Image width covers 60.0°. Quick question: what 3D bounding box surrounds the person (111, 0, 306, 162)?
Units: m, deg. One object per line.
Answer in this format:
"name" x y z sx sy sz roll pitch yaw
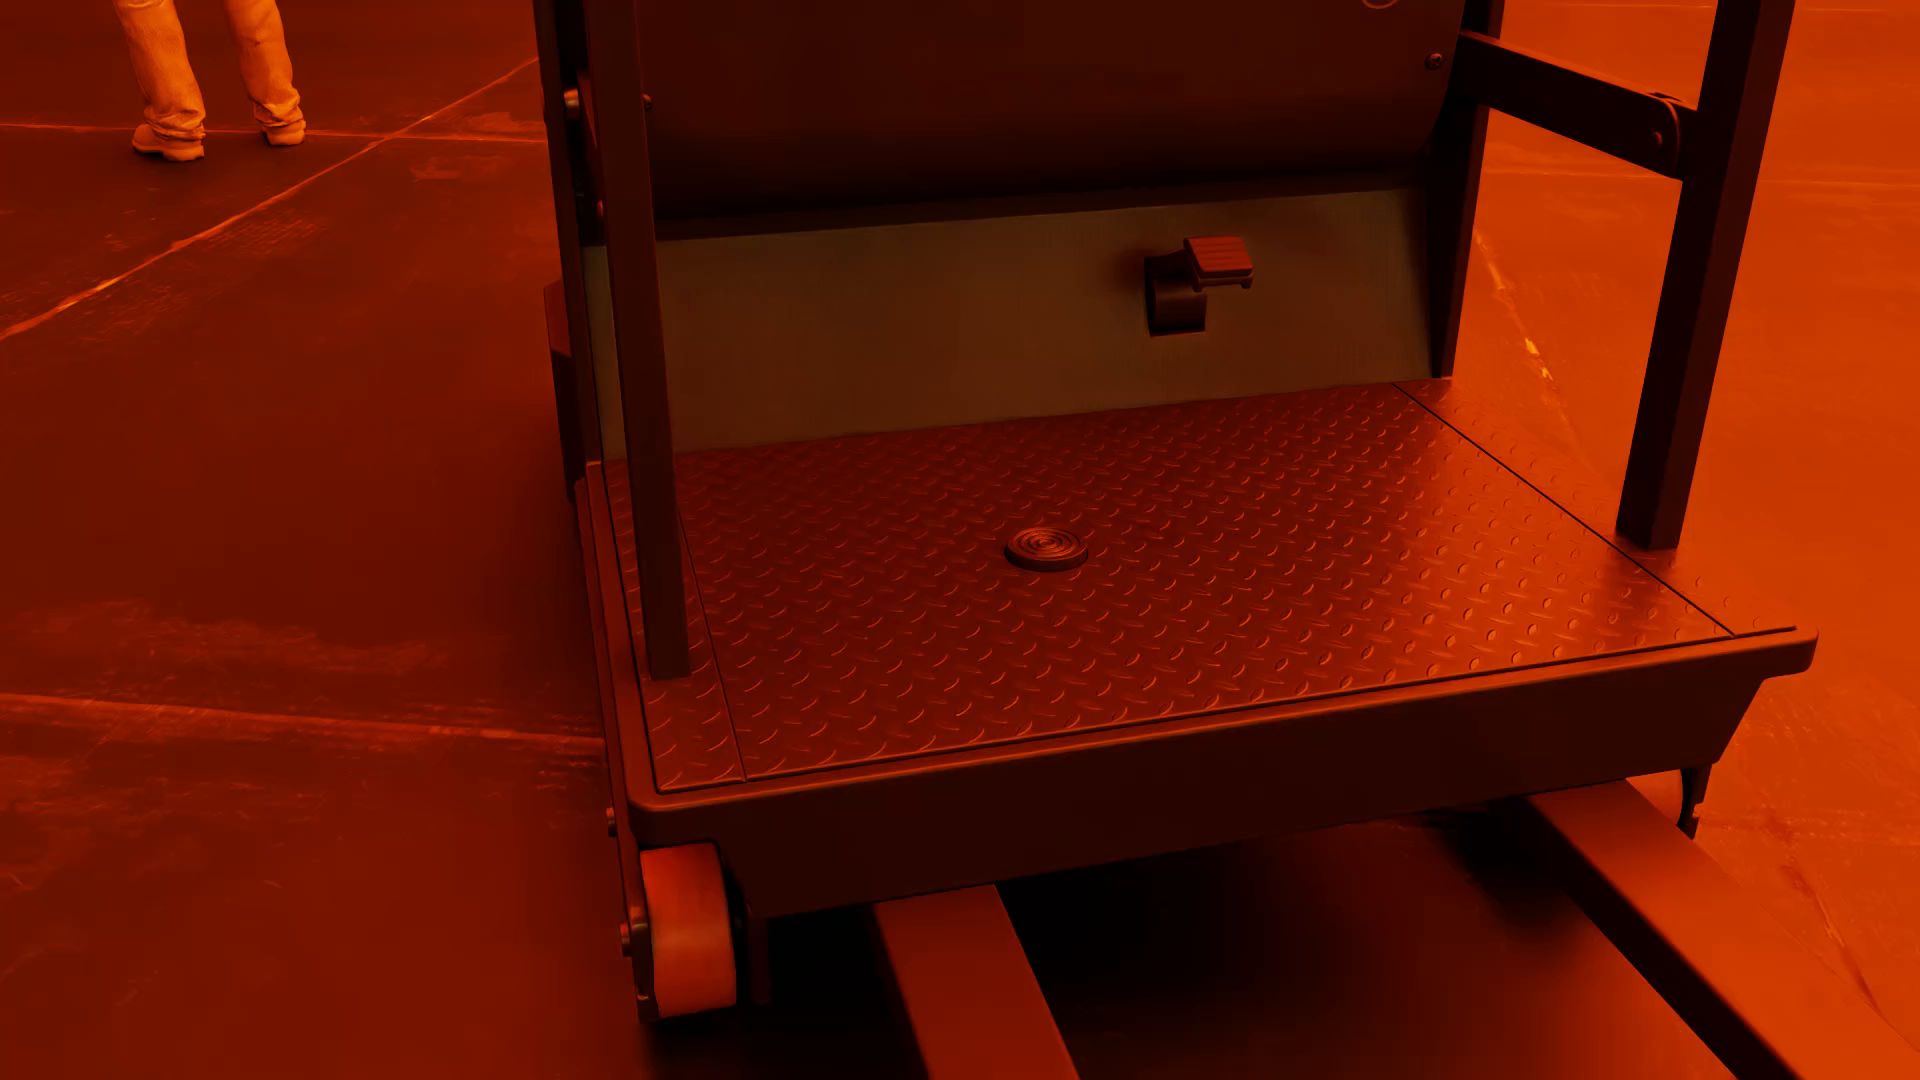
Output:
"person" -2.119 -1.907 4.341 0.592 1.771 0.465 -22 34 -37

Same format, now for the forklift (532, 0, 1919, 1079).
"forklift" 0.153 -1.049 1.319 1.130 2.935 3.031 -7 27 -13
